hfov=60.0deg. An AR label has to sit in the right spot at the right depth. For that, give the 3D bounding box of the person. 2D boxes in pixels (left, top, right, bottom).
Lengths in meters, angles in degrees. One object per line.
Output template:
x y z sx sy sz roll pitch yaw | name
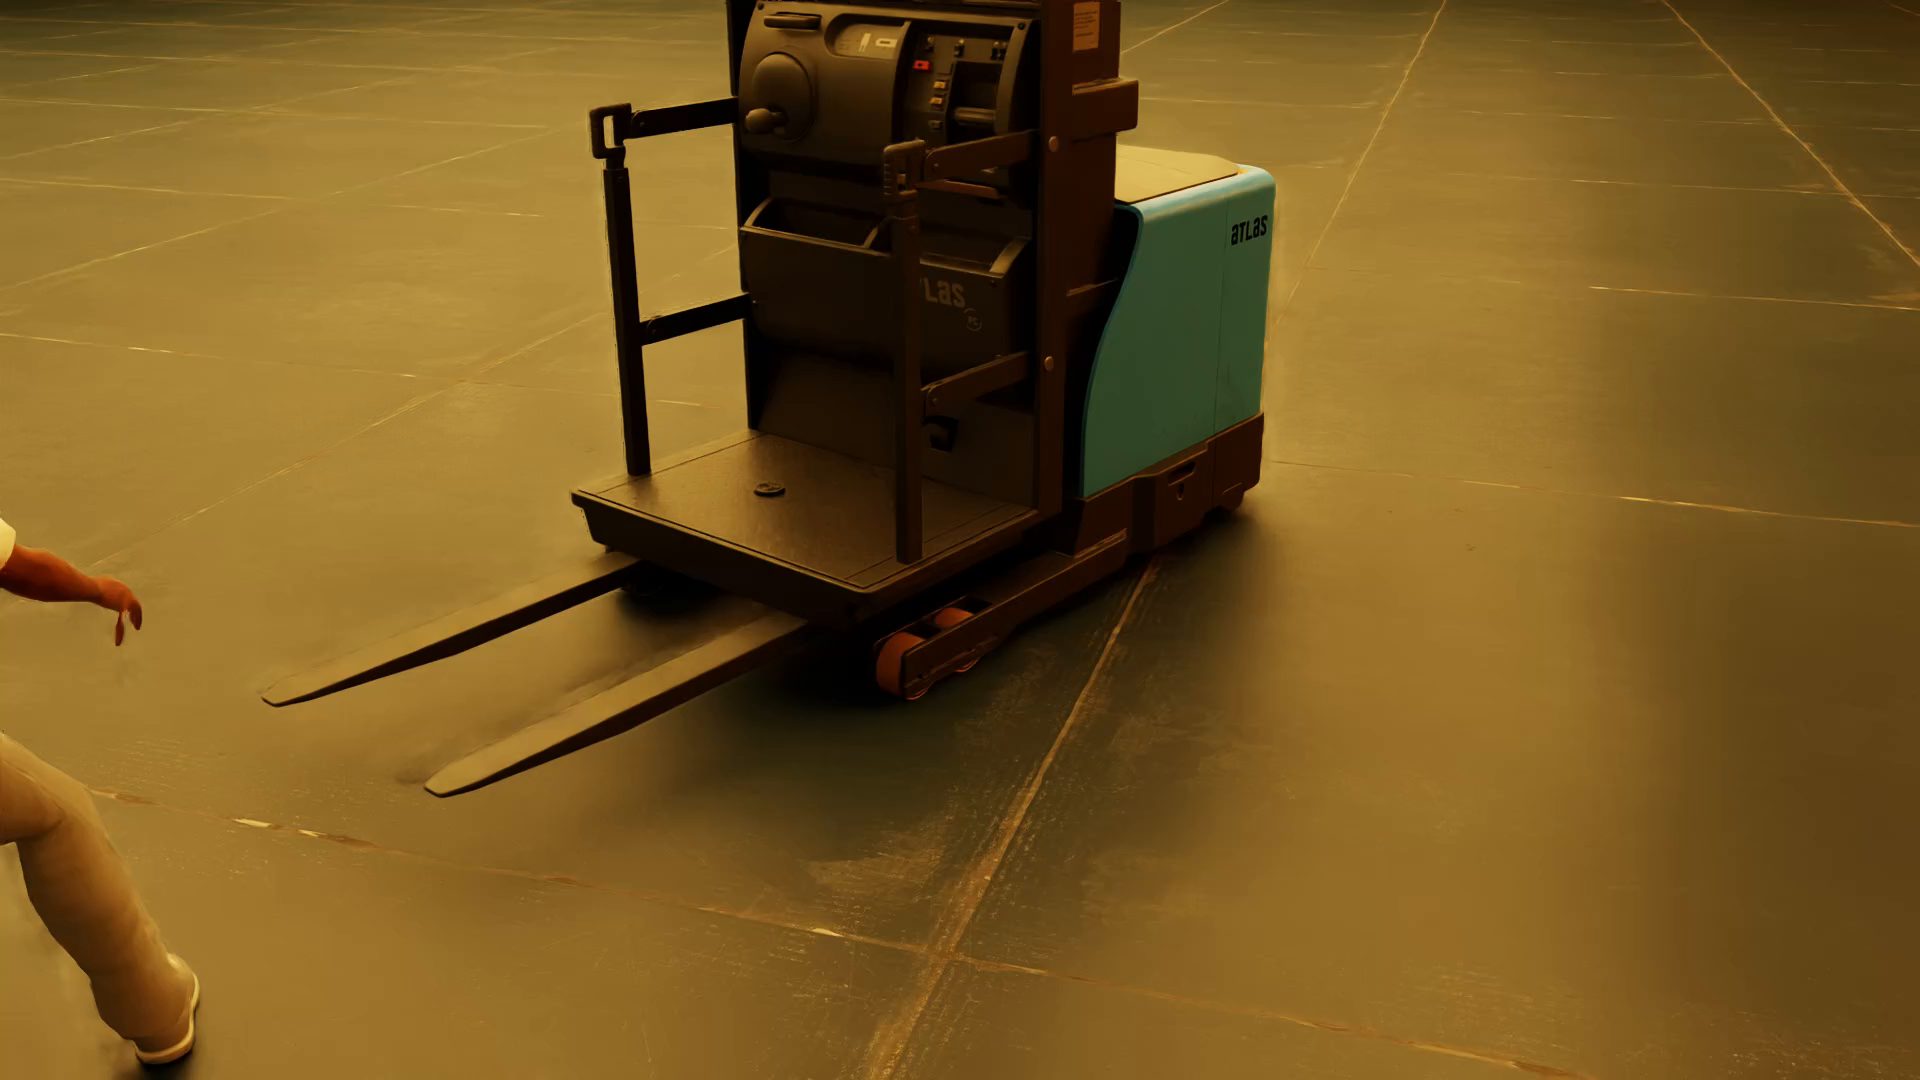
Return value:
-1.674 0.233 2.526 0.725 1.543 0.592 -7 23 -16 | person

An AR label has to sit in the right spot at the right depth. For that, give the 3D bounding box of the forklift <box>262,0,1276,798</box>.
-0.343 -1.169 4.112 1.130 2.935 3.031 17 28 35 | forklift
